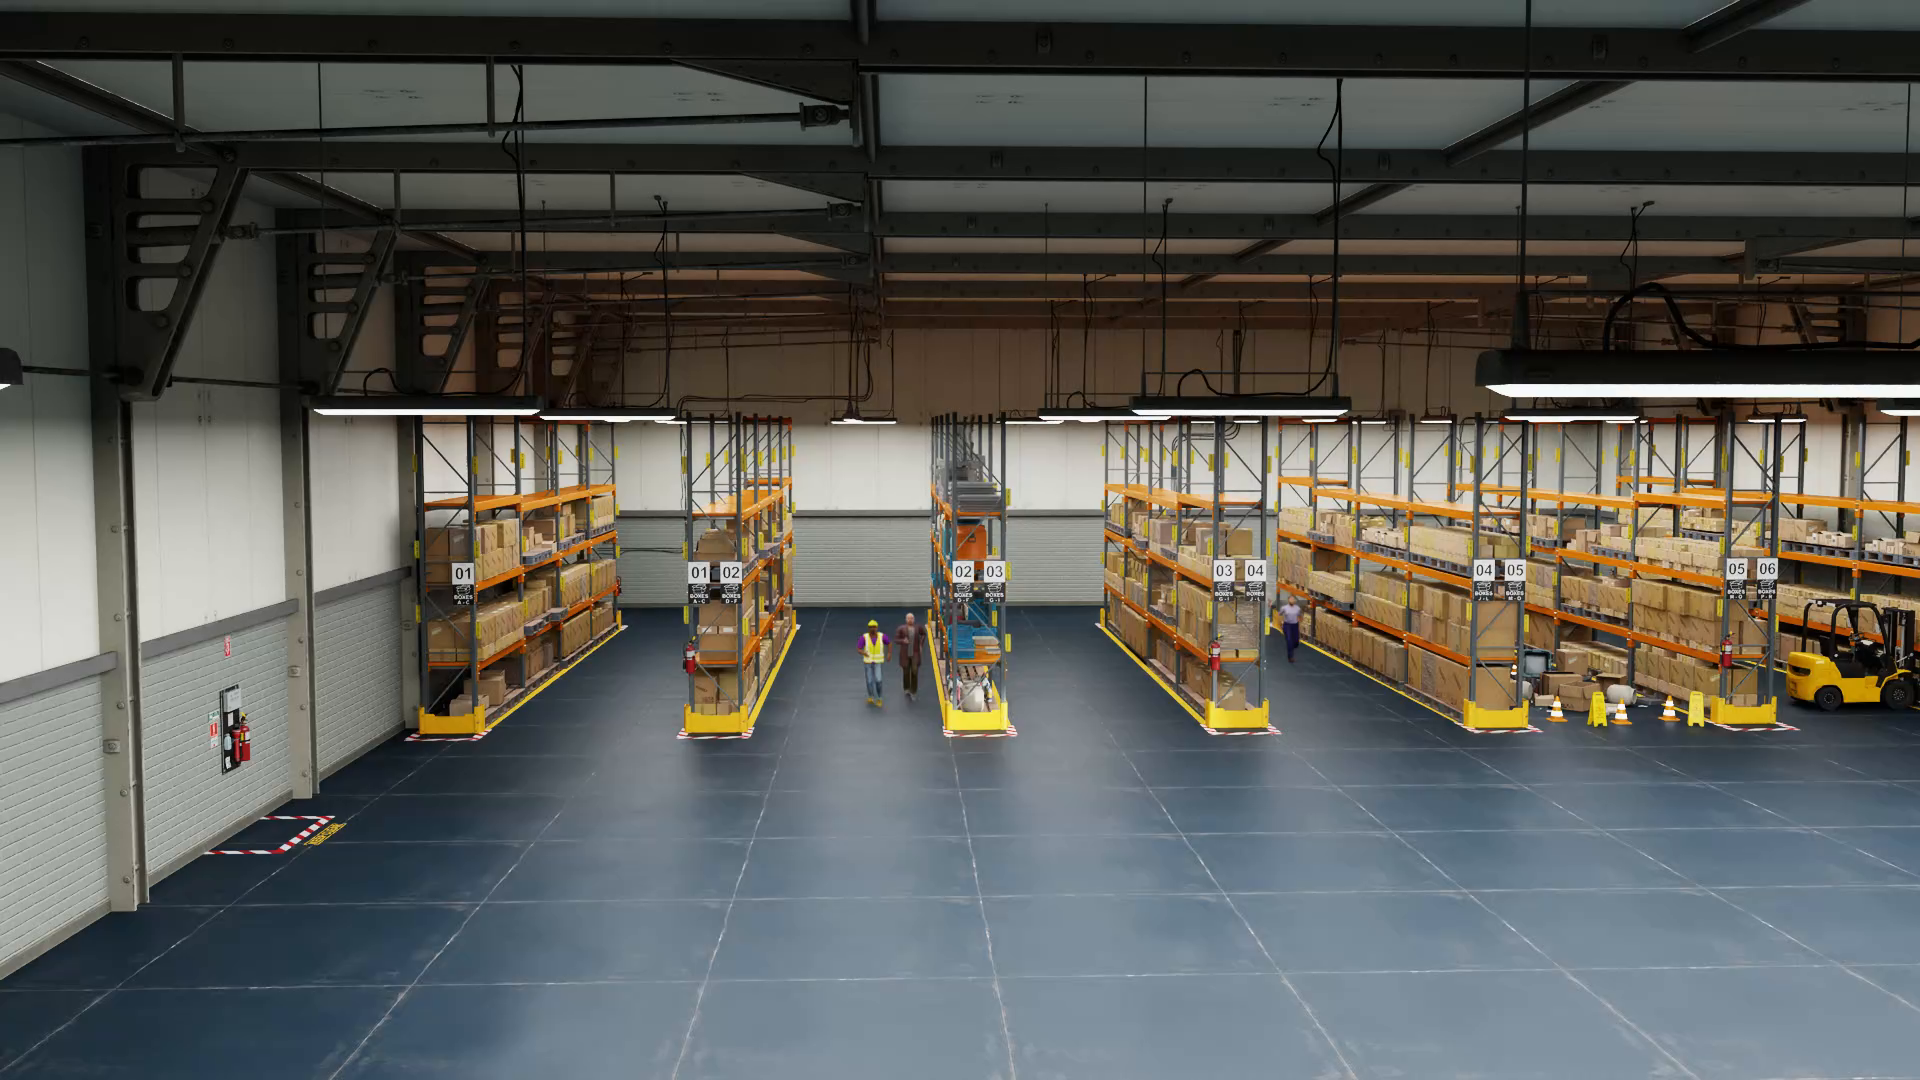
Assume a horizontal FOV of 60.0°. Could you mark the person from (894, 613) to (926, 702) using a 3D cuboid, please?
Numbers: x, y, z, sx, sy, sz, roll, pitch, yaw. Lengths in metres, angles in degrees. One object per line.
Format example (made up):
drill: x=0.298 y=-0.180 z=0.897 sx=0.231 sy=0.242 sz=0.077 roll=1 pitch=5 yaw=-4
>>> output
person: x=-1.048 y=2.449 z=35.005 sx=0.699 sy=1.837 sz=0.810 roll=0 pitch=4 yaw=-5

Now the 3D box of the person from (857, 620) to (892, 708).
person: x=-1.752 y=2.543 z=34.024 sx=0.718 sy=1.816 sz=0.722 roll=0 pitch=4 yaw=-3

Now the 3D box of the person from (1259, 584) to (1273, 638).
person: x=8.028 y=1.923 z=44.040 sx=0.572 sy=1.630 sz=0.565 roll=0 pitch=4 yaw=-7

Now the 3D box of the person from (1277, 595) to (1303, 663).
person: x=8.075 y=2.154 z=40.612 sx=0.620 sy=1.612 sz=0.784 roll=0 pitch=4 yaw=-5
